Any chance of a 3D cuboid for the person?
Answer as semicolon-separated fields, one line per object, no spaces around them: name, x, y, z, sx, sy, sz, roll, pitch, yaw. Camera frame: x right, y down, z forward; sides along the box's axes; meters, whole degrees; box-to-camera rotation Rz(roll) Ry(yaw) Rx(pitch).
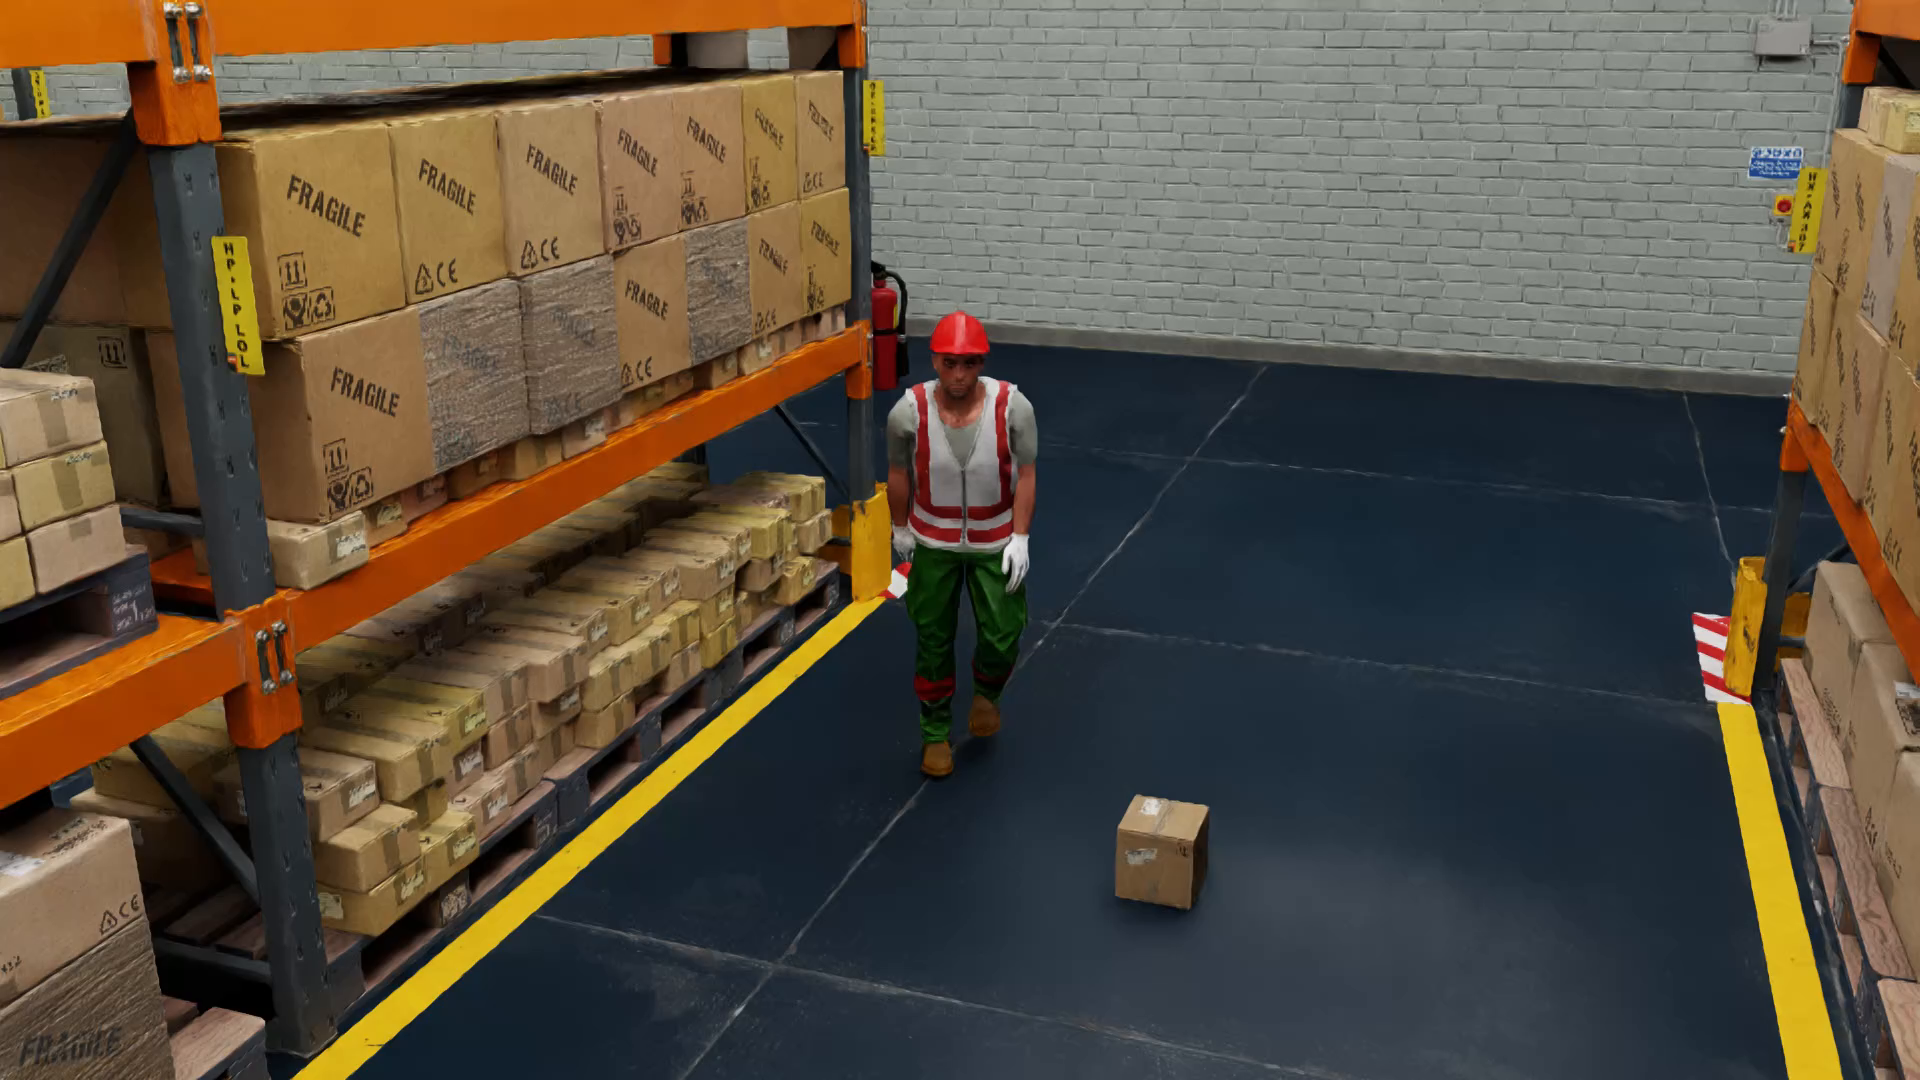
person;0.005;0.015;6.003;0.539;1.761;0.675;0;18;-1
